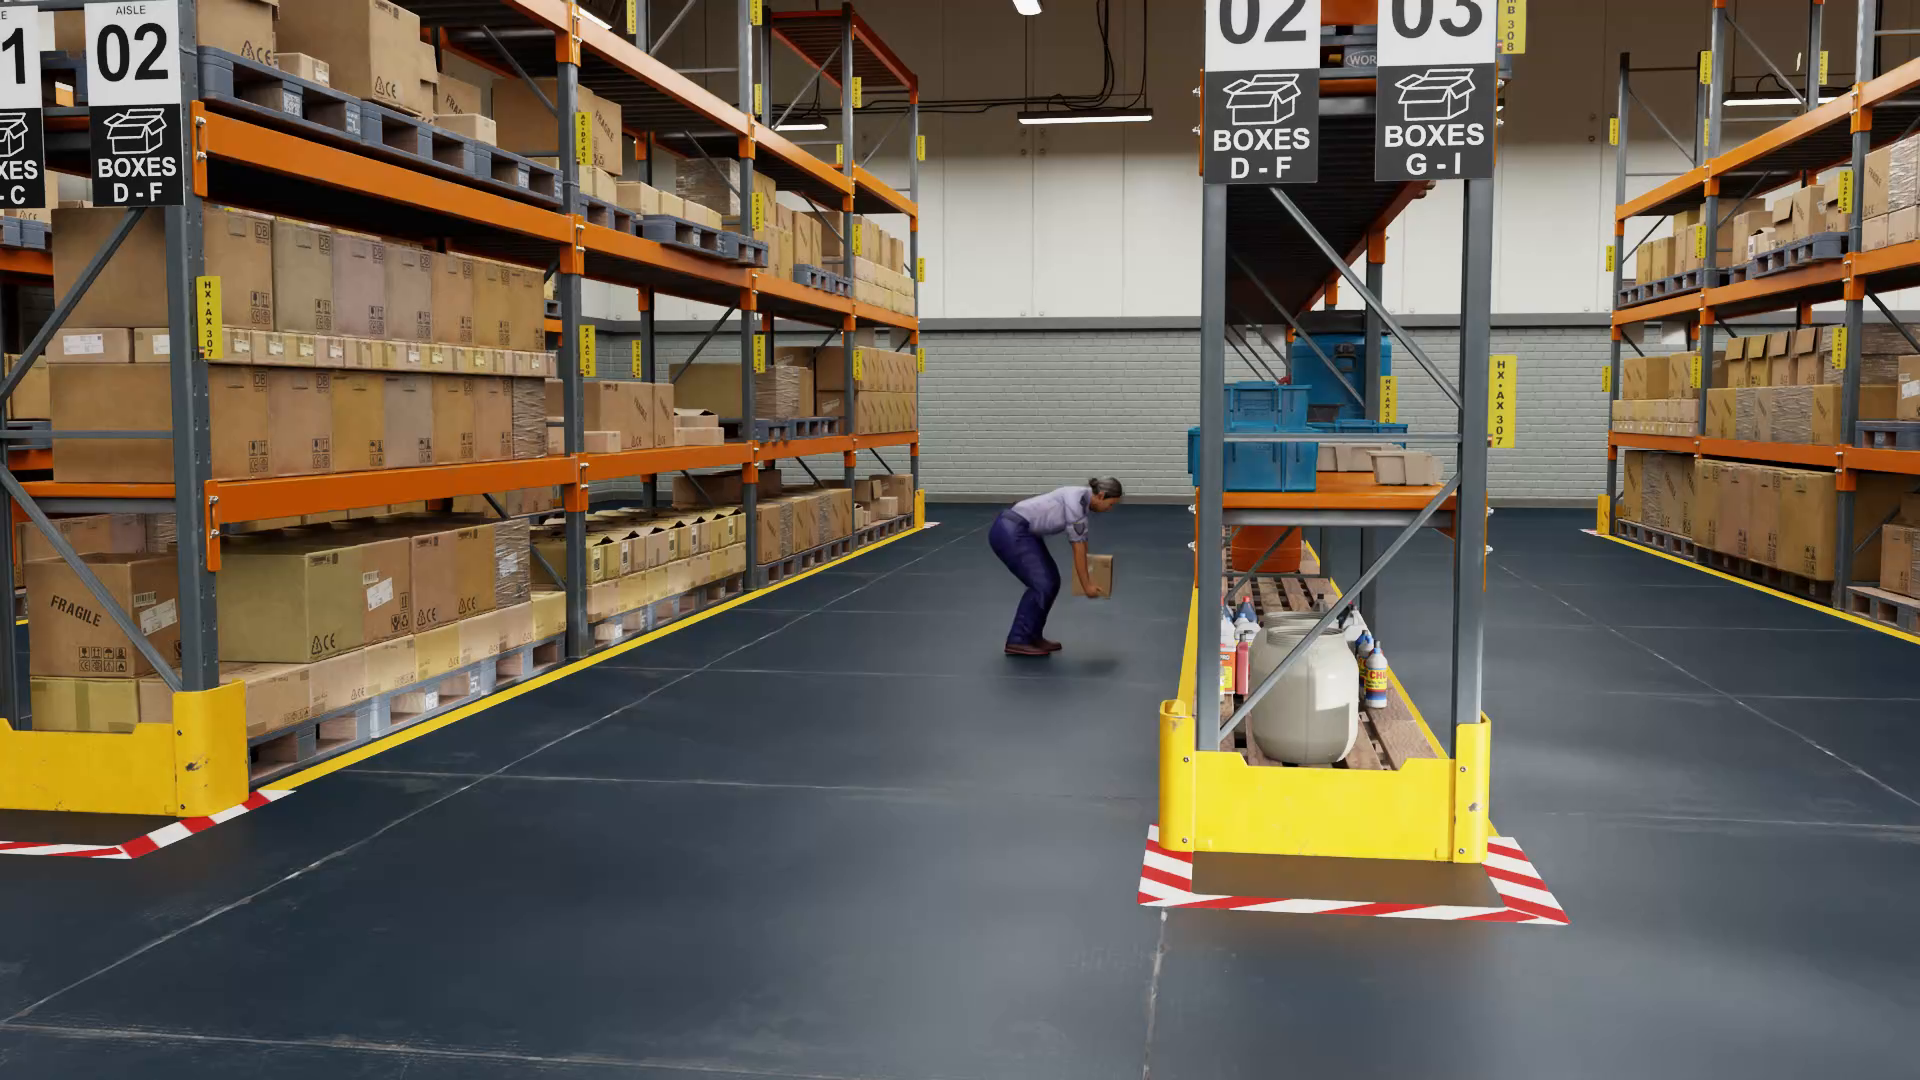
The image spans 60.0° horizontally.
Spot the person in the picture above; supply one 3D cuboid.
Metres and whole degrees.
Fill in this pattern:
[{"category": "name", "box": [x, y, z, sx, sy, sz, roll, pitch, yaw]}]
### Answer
[{"category": "person", "box": [0.627, 0.165, 10.957, 0.867, 1.170, 0.476, 1, 5, 6]}]
